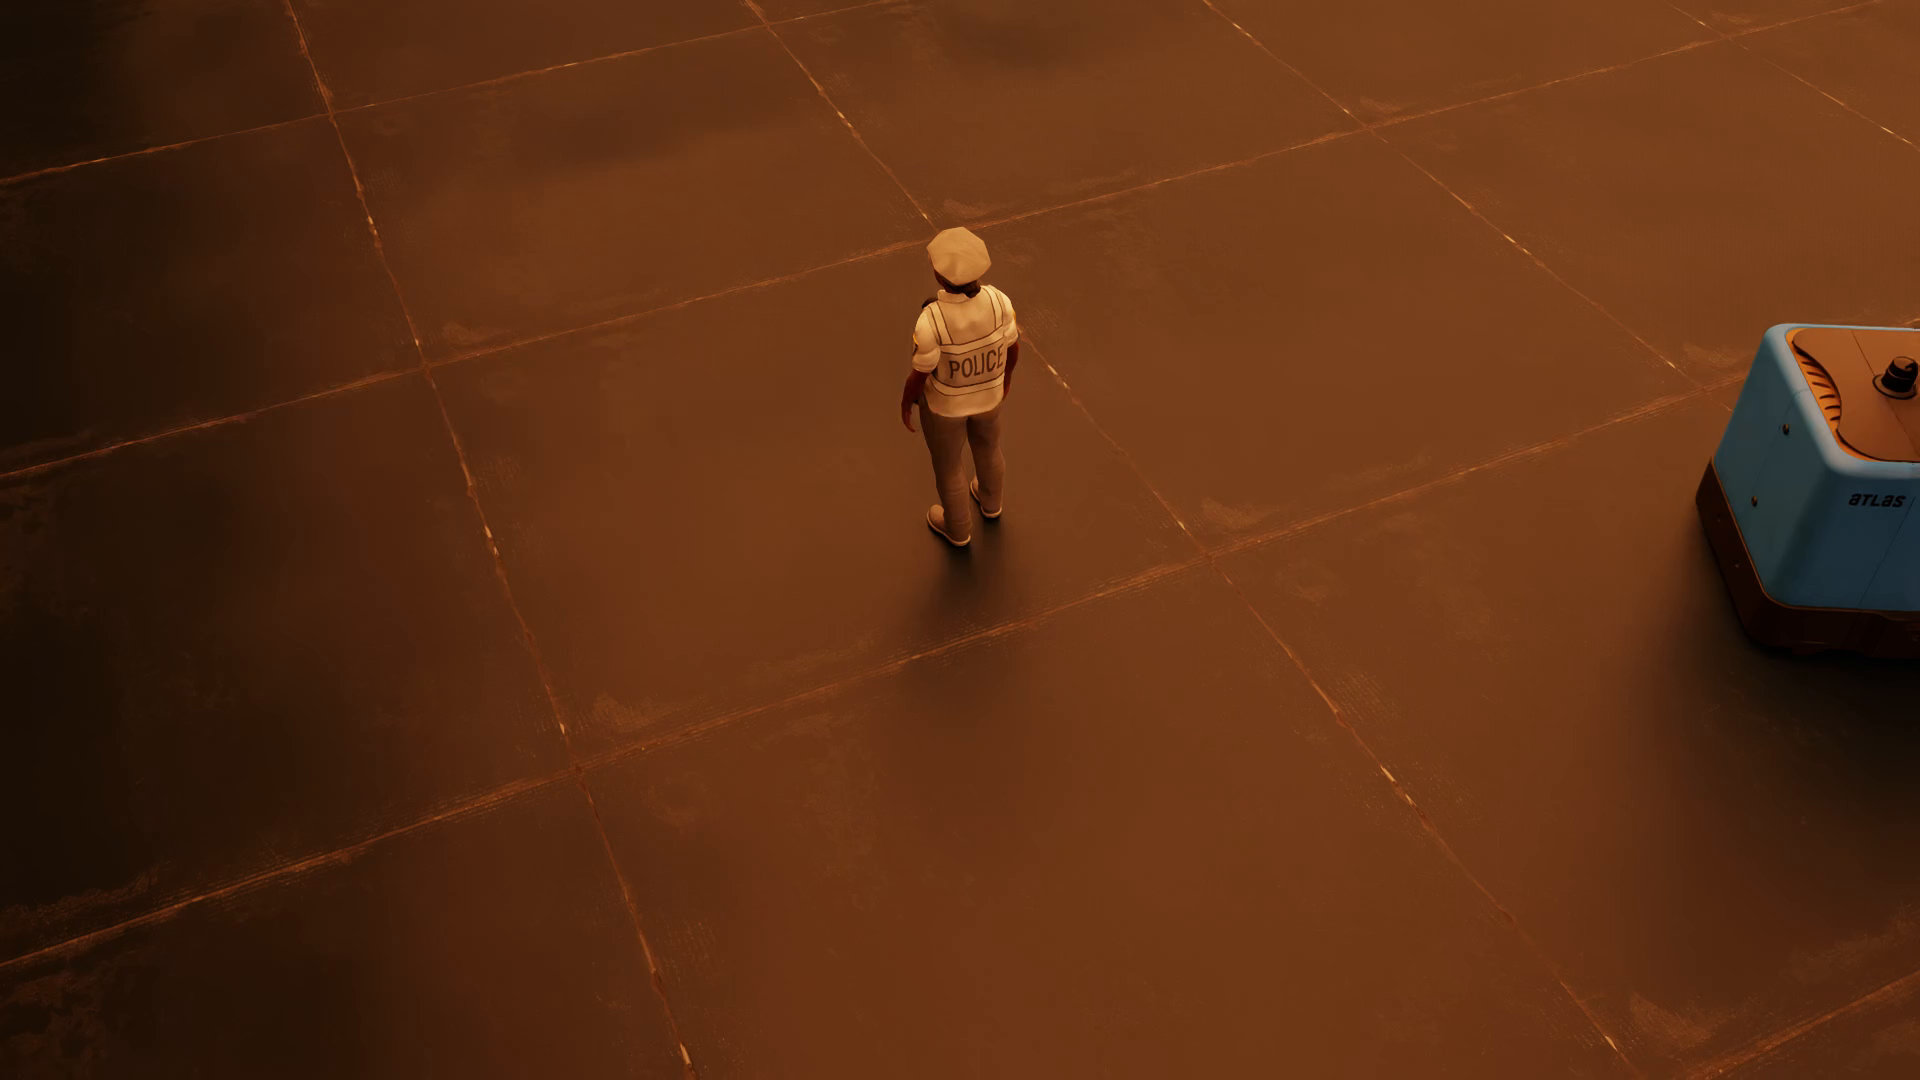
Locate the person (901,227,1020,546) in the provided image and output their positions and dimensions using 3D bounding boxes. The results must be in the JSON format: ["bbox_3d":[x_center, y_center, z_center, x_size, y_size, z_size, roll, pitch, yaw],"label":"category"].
[{"bbox_3d":[-0.013,-0.677,7.301,0.569,1.695,0.530,-18,46,-18],"label":"person"}]

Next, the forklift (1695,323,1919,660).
[{"bbox_3d":[4.985,-0.845,6.585,3.031,2.935,1.130,3,43,3],"label":"forklift"}]
